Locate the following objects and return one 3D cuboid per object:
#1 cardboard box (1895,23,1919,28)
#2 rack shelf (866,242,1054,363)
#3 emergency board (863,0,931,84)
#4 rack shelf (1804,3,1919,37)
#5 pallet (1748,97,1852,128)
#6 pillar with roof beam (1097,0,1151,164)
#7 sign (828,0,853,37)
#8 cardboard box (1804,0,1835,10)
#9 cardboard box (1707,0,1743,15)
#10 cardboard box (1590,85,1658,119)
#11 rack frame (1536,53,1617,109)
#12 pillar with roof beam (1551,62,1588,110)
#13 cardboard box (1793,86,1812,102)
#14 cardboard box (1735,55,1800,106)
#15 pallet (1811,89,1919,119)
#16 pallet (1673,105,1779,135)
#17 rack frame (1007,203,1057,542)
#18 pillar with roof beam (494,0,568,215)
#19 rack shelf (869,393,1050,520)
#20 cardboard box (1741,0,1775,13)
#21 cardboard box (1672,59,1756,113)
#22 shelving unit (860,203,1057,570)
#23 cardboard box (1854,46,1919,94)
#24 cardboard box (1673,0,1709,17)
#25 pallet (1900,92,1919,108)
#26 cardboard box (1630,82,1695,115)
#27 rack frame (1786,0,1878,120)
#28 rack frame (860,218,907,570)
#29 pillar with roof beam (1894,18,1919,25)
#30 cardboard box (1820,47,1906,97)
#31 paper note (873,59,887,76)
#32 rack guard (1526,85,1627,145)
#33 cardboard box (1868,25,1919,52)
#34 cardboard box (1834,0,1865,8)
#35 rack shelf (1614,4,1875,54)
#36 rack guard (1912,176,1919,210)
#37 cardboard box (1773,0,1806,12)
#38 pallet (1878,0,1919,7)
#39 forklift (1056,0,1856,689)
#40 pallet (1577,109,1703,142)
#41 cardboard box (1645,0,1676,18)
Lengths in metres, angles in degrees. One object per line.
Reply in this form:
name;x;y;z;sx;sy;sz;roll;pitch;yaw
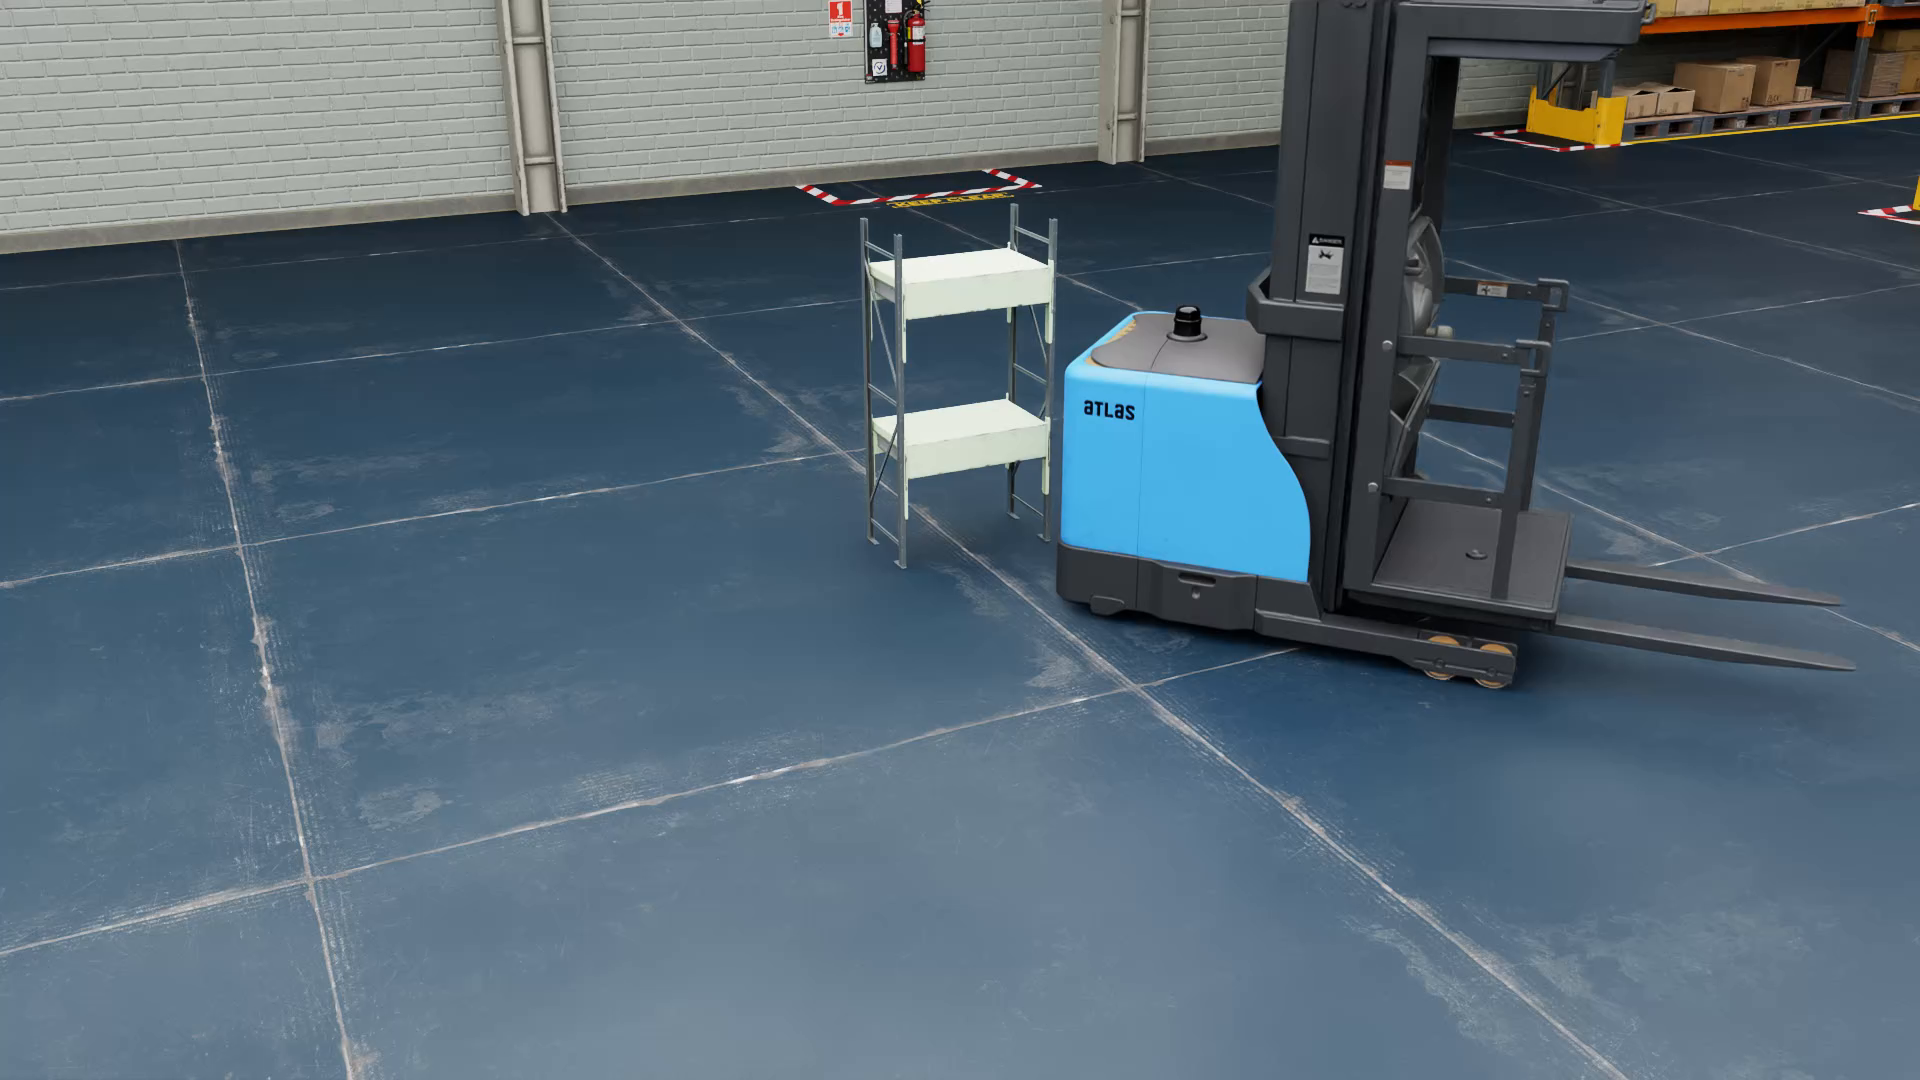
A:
cardboard box;11.940;-6.256;20.655;0.500;0.250;0.500;-11;25;-25
rack shelf;-0.006;-1.052;7.311;0.720;0.370;0.431;-10;25;-24
emergency board;-0.577;-4.931;15.739;0.643;1.169;0.194;-10;25;-24
rack shelf;12.223;-6.571;20.643;4.000;0.370;1.077;-10;25;-24
pallet;9.832;-5.160;19.939;1.213;0.211;1.003;-10;25;-24
pillar with roof beam;3.533;-6.616;11.966;0.400;9.000;9.100;-10;25;-24
sign;-1.120;-4.891;15.597;0.234;0.329;0.001;-10;25;-24
cardboard box;9.674;-6.249;19.094;0.500;0.250;0.500;-10;25;-23
cardboard box;8.318;-5.993;18.477;0.500;0.250;0.500;-11;25;-24
cardboard box;7.480;-4.953;18.734;0.500;0.311;0.500;-14;26;-30
rack frame;6.817;-5.908;18.102;0.127;3.000;1.000;-10;25;-24
pillar with roof beam;8.940;-7.611;14.371;0.400;9.000;9.100;-10;25;-24
cardboard box;9.952;-5.367;19.923;0.250;0.166;0.380;-14;26;-30
cardboard box;9.504;-5.434;19.649;0.500;0.500;0.500;-12;26;-28
pallet;11.122;-5.413;20.551;1.213;0.211;1.003;-10;25;-24
pallet;8.731;-4.956;19.447;1.213;0.211;1.003;-10;25;-24
rack frame;0.324;-0.753;7.607;0.023;1.500;0.400;-10;25;-24
pillar with roof beam;-1.873;-5.620;9.562;0.400;9.000;9.100;-10;25;-24
rack shelf;-0.006;-0.391;7.585;0.720;0.370;0.431;-10;25;-24
cardboard box;8.774;-6.076;18.677;0.500;0.250;0.500;-10;25;-23
cardboard box;8.676;-5.239;19.179;0.500;0.500;0.700;-12;25;-27
shelving unit;-0.006;-0.692;7.460;0.755;1.500;0.431;-10;25;-24
cardboard box;11.521;-5.851;20.656;0.500;0.500;0.700;-11;25;-25
cardboard box;7.856;-5.911;18.278;0.500;0.250;0.500;-11;25;-25
pallet;12.223;-5.617;21.043;1.213;0.211;1.003;-10;25;-24
cardboard box;7.993;-5.048;18.962;0.500;0.311;0.500;-8;24;-19
rack frame;10.421;-6.572;19.704;0.127;3.000;1.000;-10;25;-24
rack frame;-0.336;-0.631;7.314;0.023;1.500;0.400;-10;25;-24
pillar with roof beam;14.346;-8.606;16.775;0.400;9.000;9.100;-10;25;-24
cardboard box;11.077;-5.748;20.407;0.500;0.500;0.700;-10;24;-22
paper note;-0.766;-4.518;15.894;0.142;0.148;0.016;-10;25;-24
rack guard;6.886;-4.766;18.610;0.348;0.500;1.175;-10;25;-24
cardboard box;11.473;-6.169;20.443;0.500;0.250;0.500;-11;25;-25
cardboard box;10.126;-6.329;19.287;0.500;0.250;0.500;-10;25;-23
rack shelf;8.619;-5.908;19.041;4.000;0.370;1.077;-10;25;-24
rack guard;8.947;-3.043;14.447;0.348;0.500;1.175;-10;25;-24
cardboard box;9.227;-6.160;18.880;0.500;0.250;0.500;-11;25;-24
pallet;11.173;-6.560;19.926;1.213;0.211;1.003;-10;25;-24
forklift;1.975;-1.015;6.371;3.031;2.935;1.130;9;24;20
pallet;7.633;-4.755;18.961;1.213;0.211;1.003;-10;25;-24
cardboard box;7.395;-5.820;18.058;0.500;0.250;0.500;-11;25;-25
